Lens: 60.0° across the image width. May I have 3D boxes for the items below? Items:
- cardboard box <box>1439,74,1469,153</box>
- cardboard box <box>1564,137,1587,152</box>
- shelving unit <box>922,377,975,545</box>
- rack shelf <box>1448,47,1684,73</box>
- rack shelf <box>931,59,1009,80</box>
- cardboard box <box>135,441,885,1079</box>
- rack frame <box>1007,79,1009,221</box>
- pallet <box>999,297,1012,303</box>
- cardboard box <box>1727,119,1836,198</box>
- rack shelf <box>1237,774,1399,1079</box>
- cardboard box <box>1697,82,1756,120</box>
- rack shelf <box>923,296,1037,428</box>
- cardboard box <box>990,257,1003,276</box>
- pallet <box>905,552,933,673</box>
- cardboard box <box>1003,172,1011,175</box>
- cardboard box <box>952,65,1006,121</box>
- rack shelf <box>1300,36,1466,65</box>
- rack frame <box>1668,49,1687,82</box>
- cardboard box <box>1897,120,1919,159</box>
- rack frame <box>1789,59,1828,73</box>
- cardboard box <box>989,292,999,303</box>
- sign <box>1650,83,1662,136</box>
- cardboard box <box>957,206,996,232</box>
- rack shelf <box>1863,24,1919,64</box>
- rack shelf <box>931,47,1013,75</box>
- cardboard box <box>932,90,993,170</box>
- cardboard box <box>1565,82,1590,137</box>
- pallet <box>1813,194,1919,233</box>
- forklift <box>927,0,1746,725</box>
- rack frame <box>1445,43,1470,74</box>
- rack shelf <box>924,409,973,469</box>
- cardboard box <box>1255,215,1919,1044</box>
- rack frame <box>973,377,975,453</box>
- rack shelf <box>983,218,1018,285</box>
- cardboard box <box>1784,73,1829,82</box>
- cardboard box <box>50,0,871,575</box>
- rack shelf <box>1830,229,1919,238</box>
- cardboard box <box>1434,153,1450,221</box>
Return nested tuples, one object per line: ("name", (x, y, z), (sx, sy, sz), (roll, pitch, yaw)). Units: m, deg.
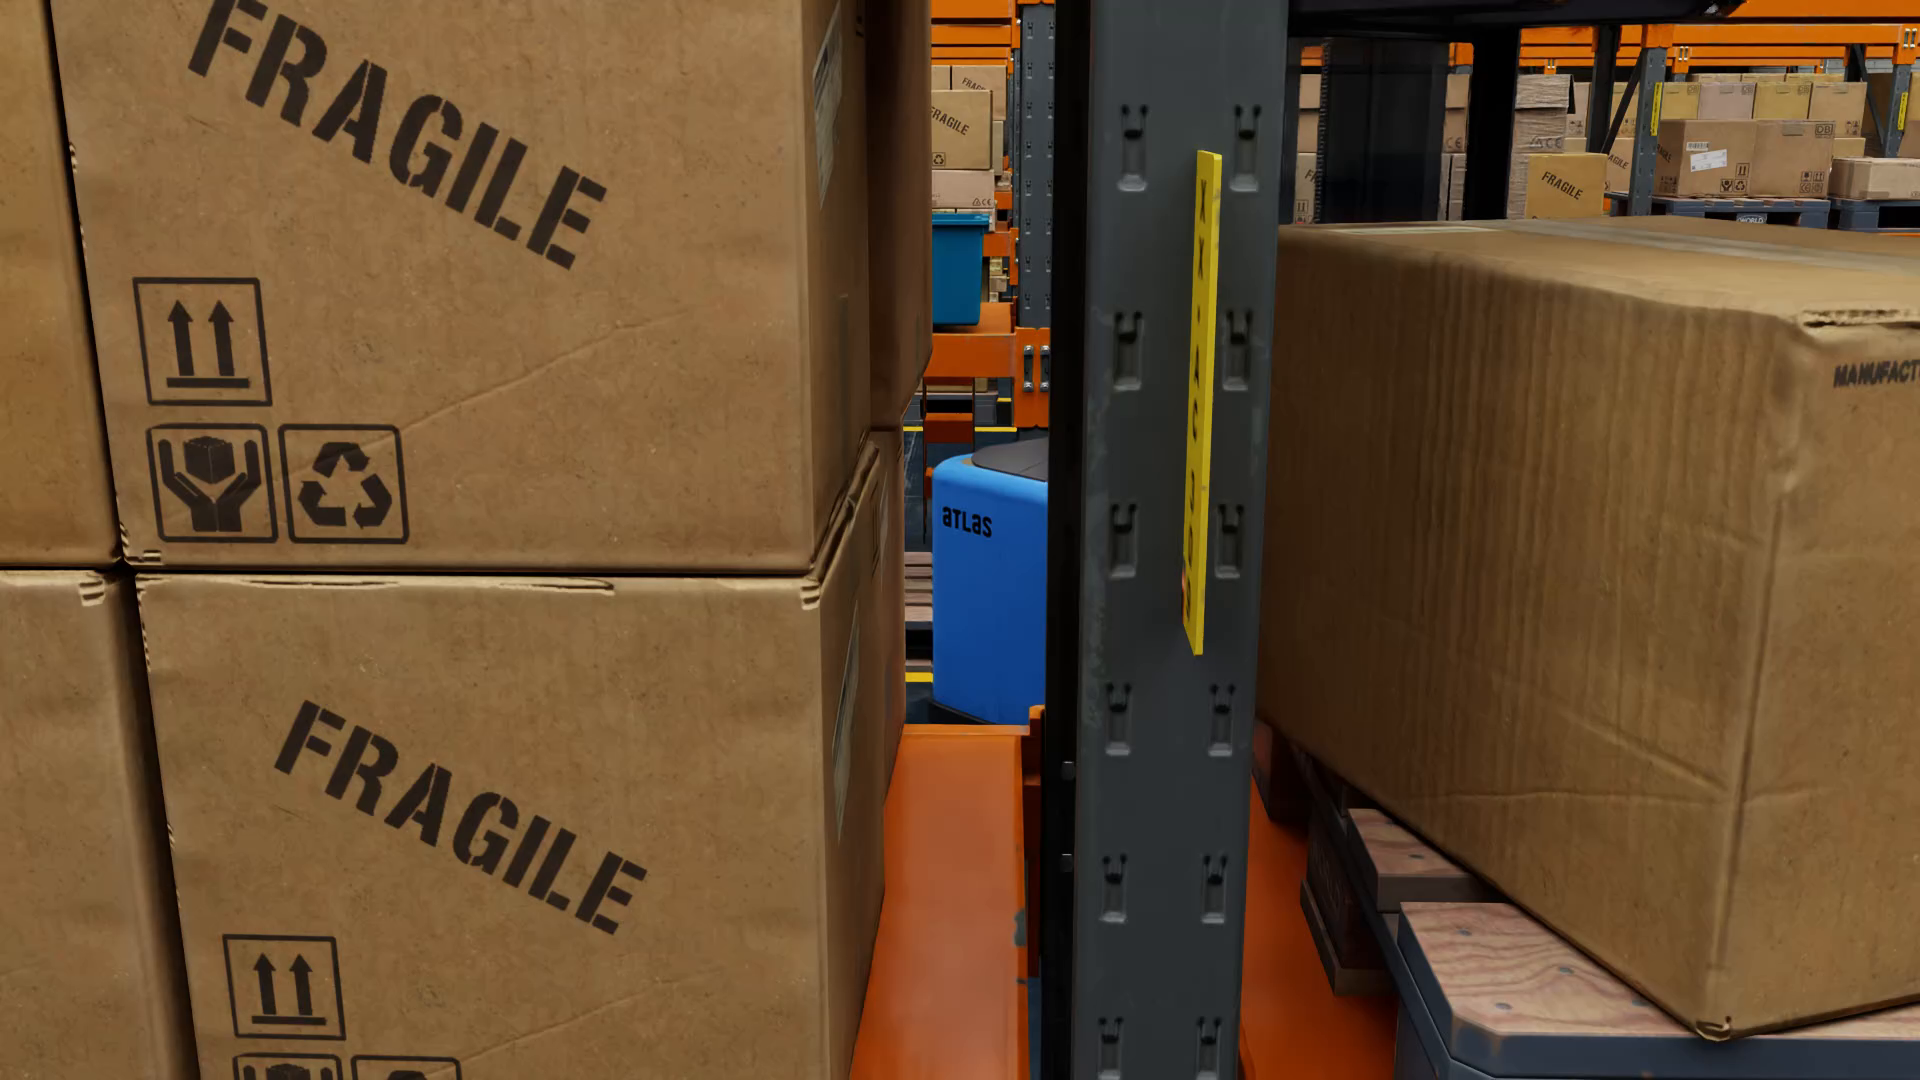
("cardboard box", (3.039, -2.859, 11.133), (0.637, 0.503, 0.797), (1, 15, 3))
("cardboard box", (5.599, -3.550, 15.719), (0.500, 0.500, 0.500), (0, 15, 1))
("shelving unit", (-0.054, -0.508, 8.207), (0.252, 1.050, 0.215), (0, 15, 1))
("rack shelf", (6.674, -5.928, 20.460), (4.000, 0.370, 1.077), (0, 15, 1))
("rack shelf", (-1.201, -7.246, 25.456), (4.000, 0.370, 1.077), (0, 15, 1))
("cardboard box", (-0.340, 0.203, 1.496), (0.500, 0.500, 0.500), (1, 15, 2))
("rack frame", (0.799, -6.131, 25.697), (0.127, 3.000, 1.000), (0, 15, 1))
("pallet", (-0.022, -2.249, 16.450), (1.213, 0.211, 1.003), (0, 15, 1))
("cardboard box", (5.523, -2.591, 11.263), (0.500, 0.500, 0.700), (3, 15, 10))
("rack shelf", (2.165, 0.550, 1.787), (4.000, 0.370, 1.077), (0, 15, 1))
("cardboard box", (7.132, -4.089, 15.804), (0.500, 0.500, 0.700), (0, 15, 2))
("rack shelf", (-1.703, -0.740, 6.674), (4.000, 0.370, 1.077), (0, 15, 1))
("cardboard box", (0.288, -2.650, 16.103), (0.250, 0.149, 0.380), (1, 15, 3))
("pallet", (-0.440, 0.279, 6.869), (1.213, 0.211, 1.003), (0, 15, 1))
("cardboard box", (0.375, -3.566, 16.467), (0.250, 0.149, 0.380), (1, 15, 3))
("cardboard box", (0.173, -4.212, 15.684), (0.500, 0.500, 0.500), (0, 15, -1))
("rack shelf", (2.650, -4.691, 15.772), (4.000, 0.370, 1.077), (0, 15, 1))
("rack frame", (8.673, -4.813, 20.702), (0.127, 3.000, 1.000), (0, 15, 1))
("cardboard box", (6.685, -2.526, 11.009), (0.637, 0.503, 0.797), (2, 15, 7))
("rack frame", (12.795, -6.053, 25.401), (0.127, 3.000, 1.000), (0, 15, 1))
("cardboard box", (0.250, -2.342, 16.102), (0.250, 0.149, 0.380), (1, 15, 2))
("sign", (4.410, -2.730, 10.537), (0.005, 0.325, 0.100), (0, 15, 1))
("cardboard box", (0.109, -2.135, 11.043), (0.250, 0.149, 0.380), (0, 15, 2))
("rack shelf", (10.647, -4.639, 15.574), (4.000, 0.370, 1.077), (0, 15, 1))
("rack shelf", (-1.324, -5.980, 20.658), (4.000, 0.370, 1.077), (0, 15, 1))
("cardboard box", (-0.044, -2.706, 10.959), (0.500, 0.500, 0.500), (1, 15, 3))
("cardboard box", (5.603, -4.099, 15.841), (0.500, 0.500, 0.700), (0, 15, 1))
("pallet", (6.401, -2.216, 11.236), (1.213, 0.211, 1.003), (0, 15, 1))
("forklift", (1.275, -0.434, 4.240), (1.130, 2.935, 3.031), (-14, 20, -42))
("rack frame", (4.649, -3.576, 16.013), (0.127, 3.000, 1.000), (0, 15, 1))
("rack shelf", (-0.054, -0.498, 8.210), (0.240, 0.259, 0.215), (0, 15, 1))
("cardboard box", (0.634, -0.003, 1.451), (0.500, 0.500, 0.700), (-5, 16, -17))
("rack frame", (0.068, -0.507, 8.204), (0.008, 1.050, 0.200), (0, 15, 1))
("rack shelf", (-1.577, -2.003, 11.461), (4.000, 0.370, 1.077), (0, 15, 1))
("cardboard box", (10.119, -5.411, 20.231), (0.500, 0.500, 0.700), (0, 15, 0))
("cardboard box", (-0.346, -0.280, 1.367), (0.500, 0.500, 0.500), (0, 15, 2))
("rack shelf", (6.421, -1.951, 11.264), (4.000, 0.370, 1.077), (0, 15, 1))
("cardboard box", (2.904, -2.307, 11.009), (0.500, 0.500, 0.500), (0, 15, 0))
